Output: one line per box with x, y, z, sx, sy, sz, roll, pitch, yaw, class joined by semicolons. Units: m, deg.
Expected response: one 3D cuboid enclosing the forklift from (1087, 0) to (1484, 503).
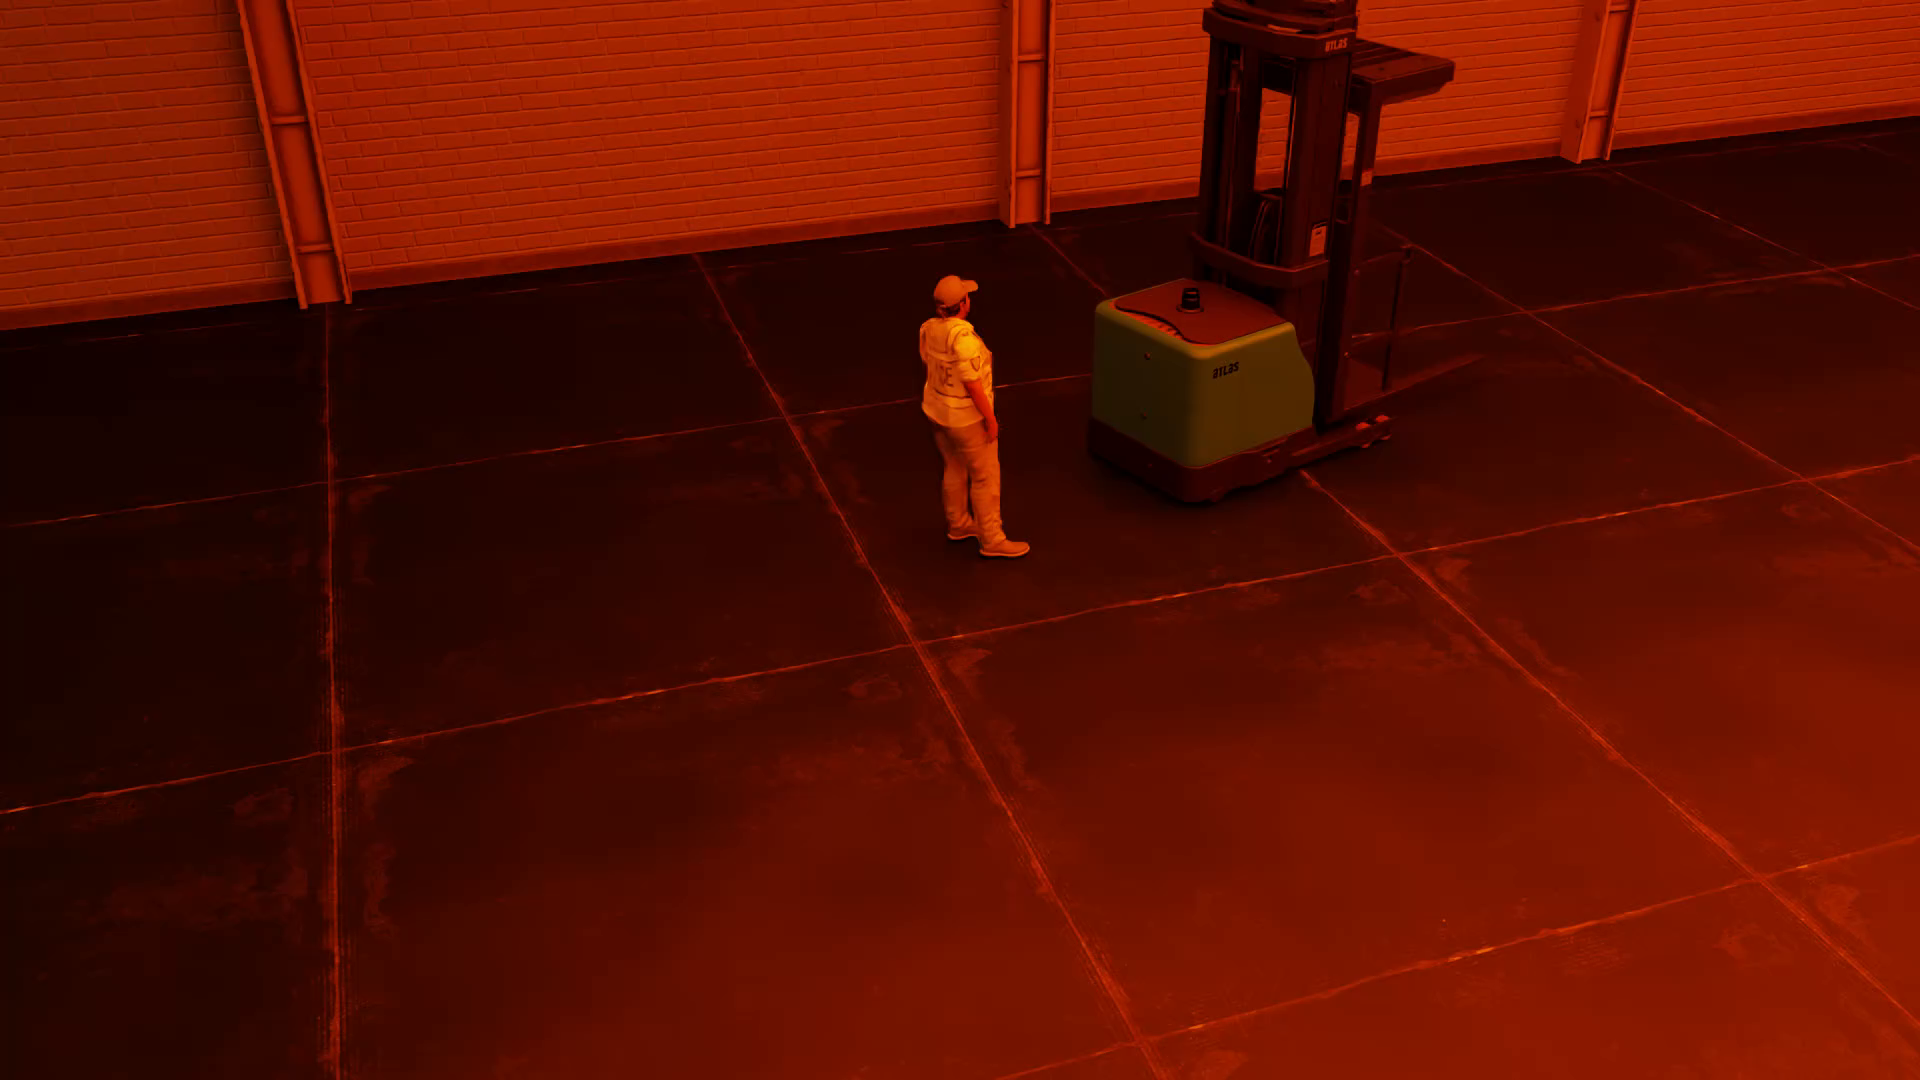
2.322;-2.077;10.696;3.031;2.935;1.130;-20;36;-31;forklift

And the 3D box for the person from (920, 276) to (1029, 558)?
0.060;-0.718;9.595;0.442;1.671;0.662;-20;35;-31;person
